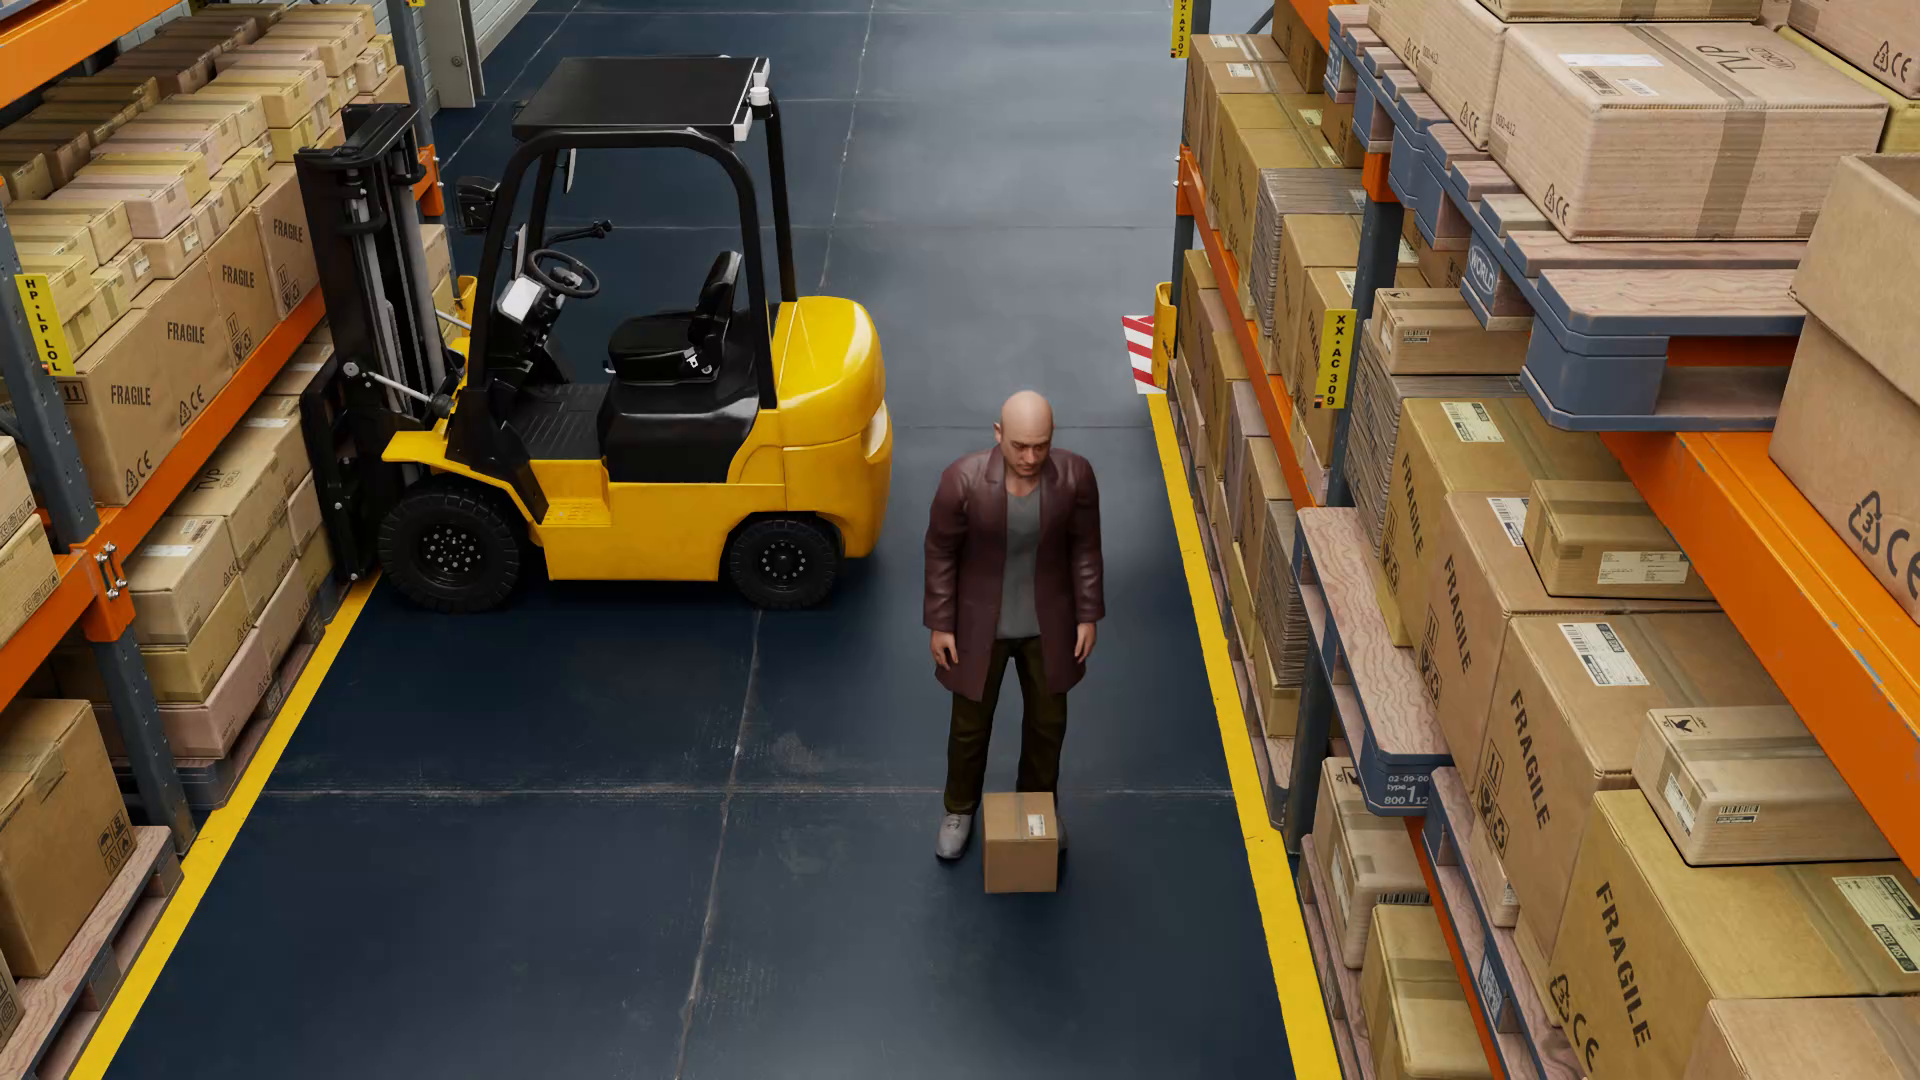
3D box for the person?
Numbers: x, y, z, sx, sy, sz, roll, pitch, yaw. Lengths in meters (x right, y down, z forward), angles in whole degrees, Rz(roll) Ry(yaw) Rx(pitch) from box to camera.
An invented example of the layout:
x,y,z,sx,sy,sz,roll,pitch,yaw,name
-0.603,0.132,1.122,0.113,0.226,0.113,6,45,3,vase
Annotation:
x,y,z,sx,sy,sz,roll,pitch,yaw,name
0.185,0.284,5.678,0.628,1.773,0.427,-3,31,-5,person
